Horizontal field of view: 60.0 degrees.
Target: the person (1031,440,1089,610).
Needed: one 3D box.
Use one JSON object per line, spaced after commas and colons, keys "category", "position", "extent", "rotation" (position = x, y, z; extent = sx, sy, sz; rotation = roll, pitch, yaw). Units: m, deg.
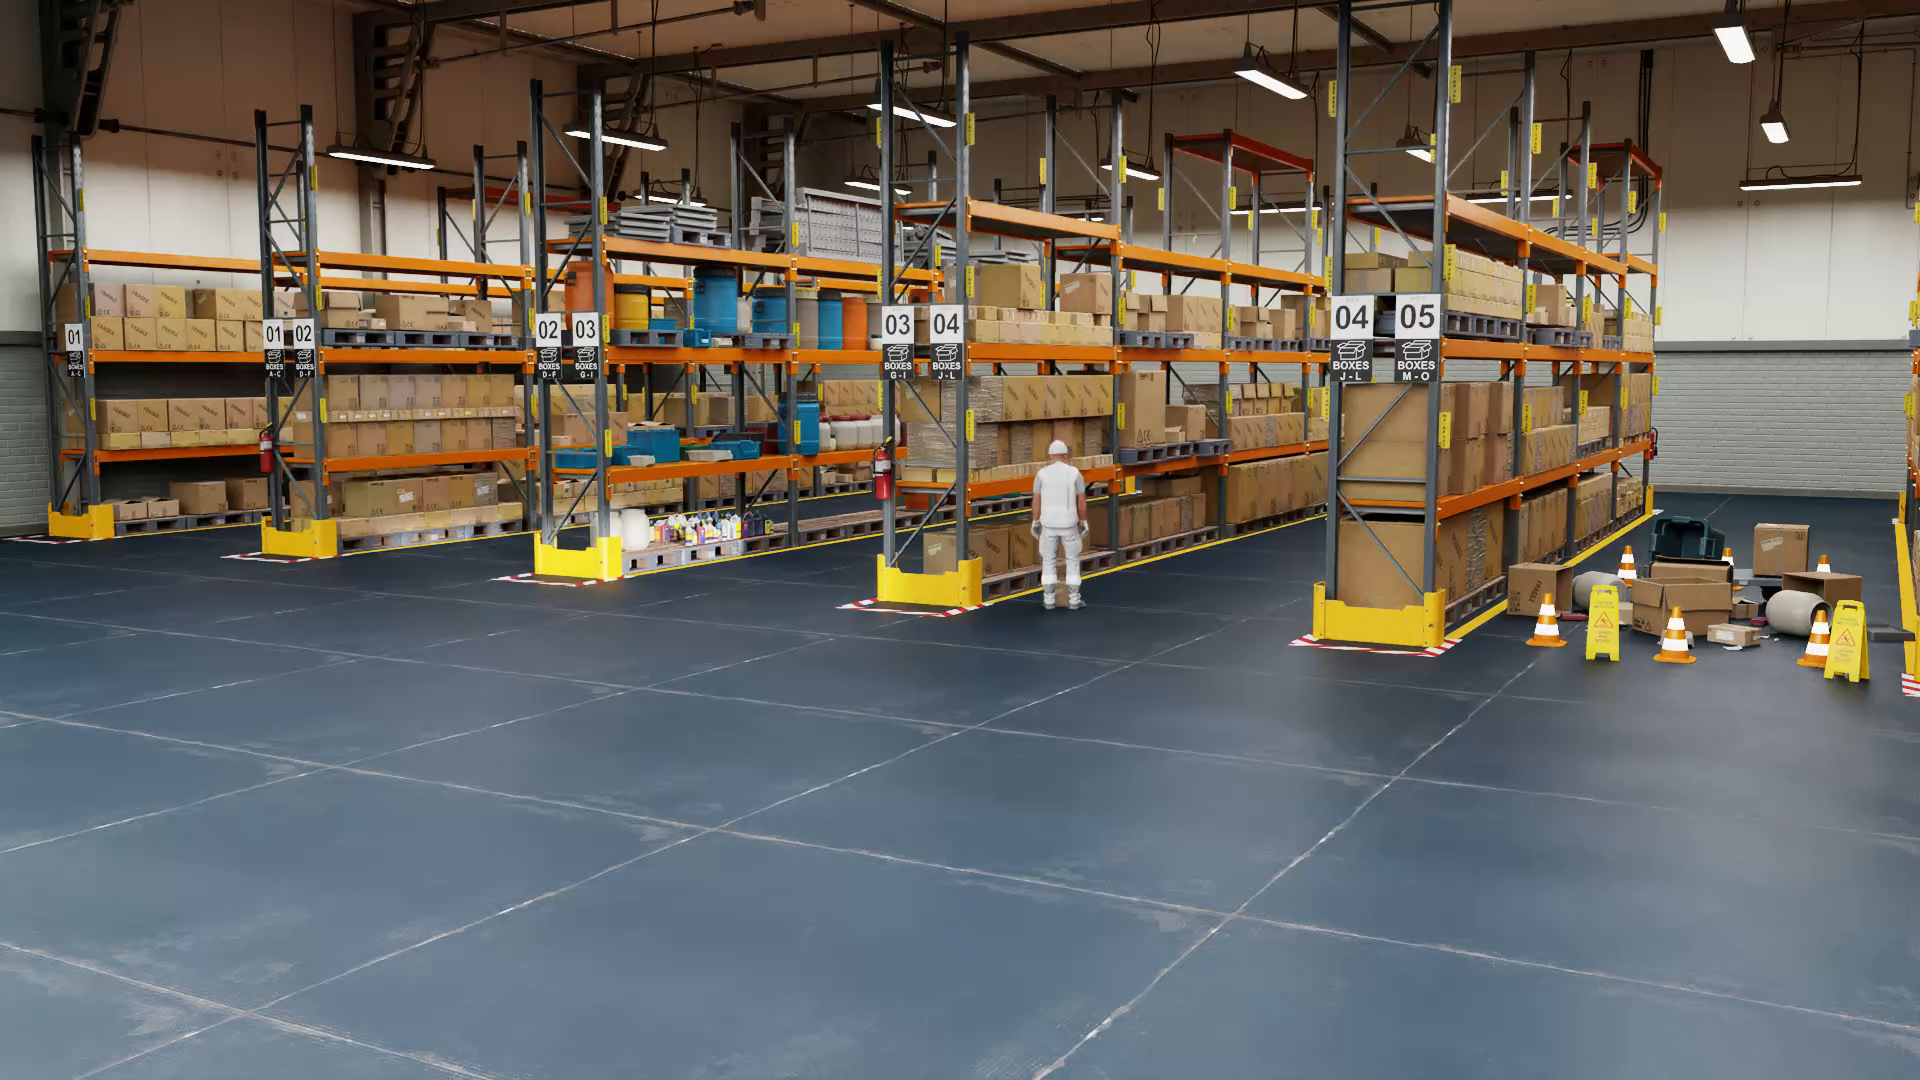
{"category": "person", "position": [1.054, -0.159, 17.566], "extent": [0.608, 1.777, 0.453], "rotation": [1, 6, 7]}
